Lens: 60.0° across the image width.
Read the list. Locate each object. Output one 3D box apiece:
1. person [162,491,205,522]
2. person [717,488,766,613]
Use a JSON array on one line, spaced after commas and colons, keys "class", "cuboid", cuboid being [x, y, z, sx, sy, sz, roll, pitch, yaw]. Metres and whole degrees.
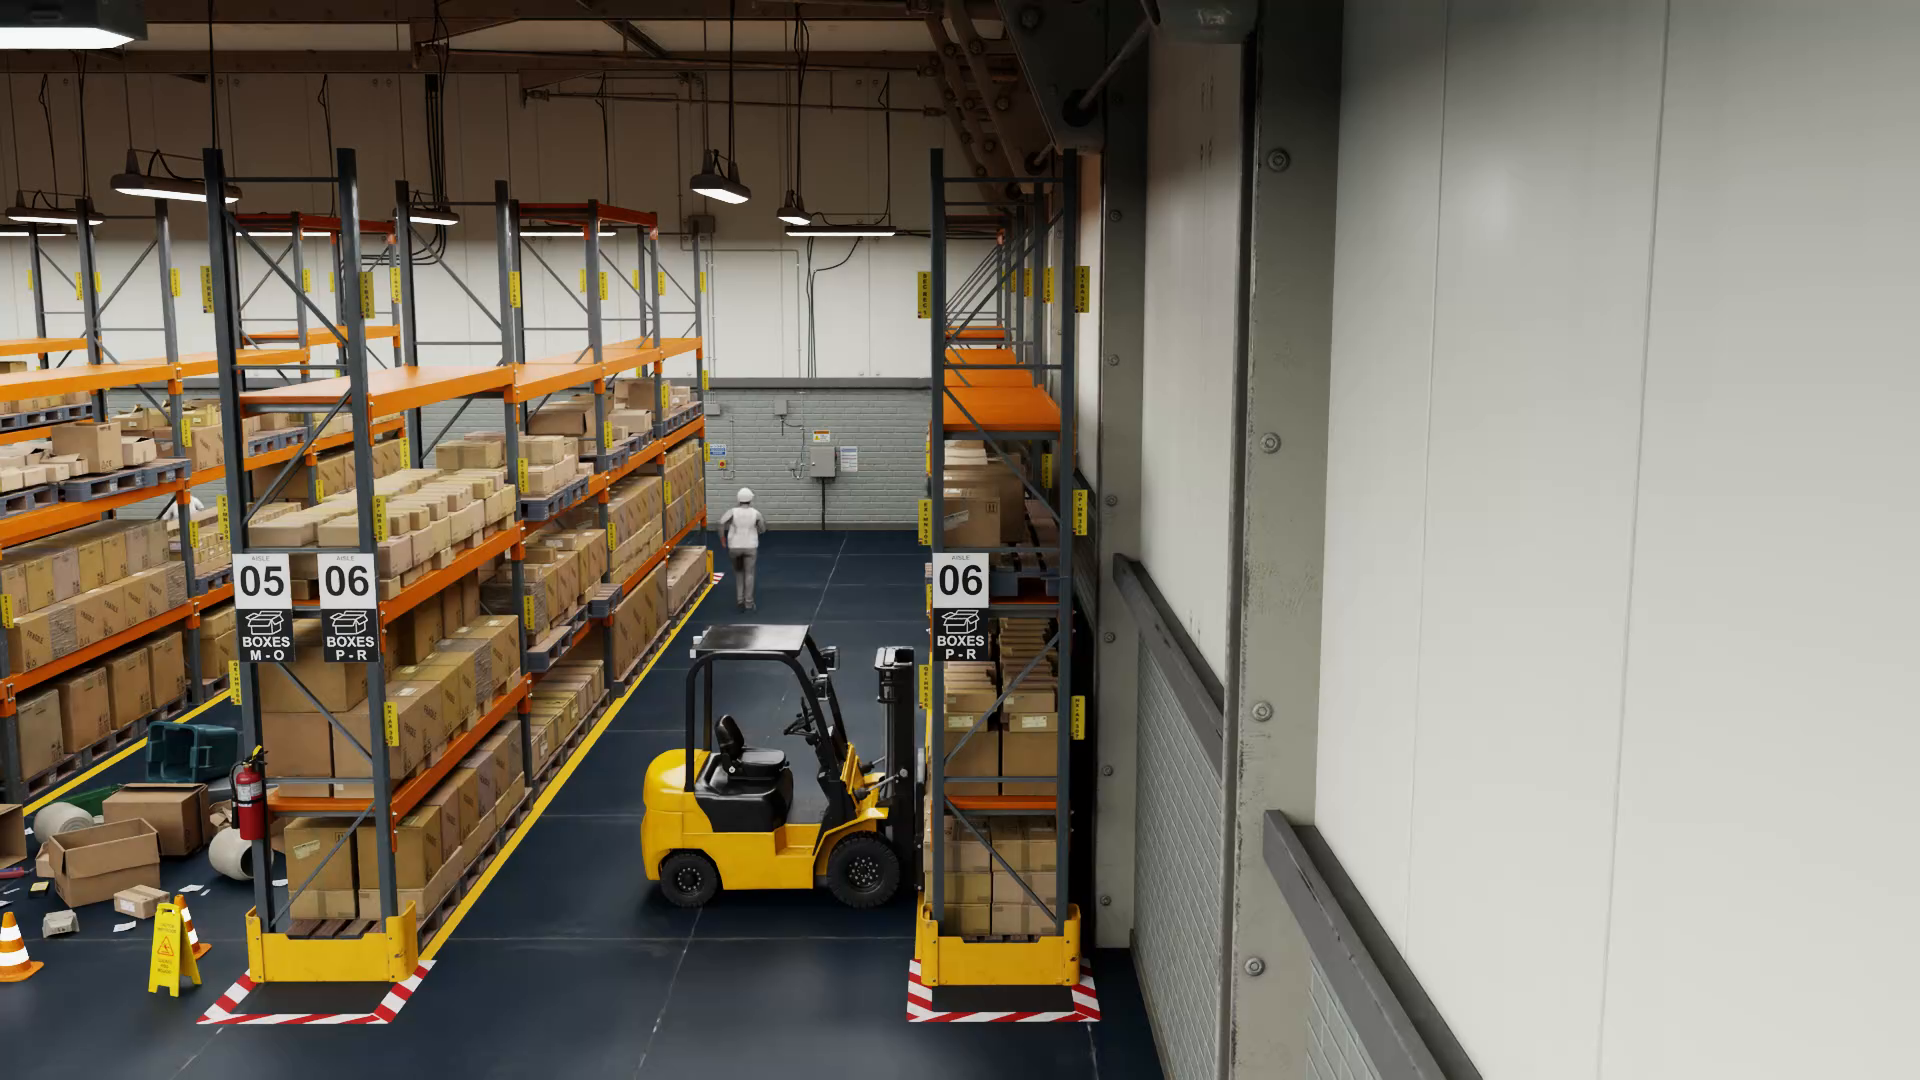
[{"class": "person", "cuboid": [-13.024, -0.124, 27.989, 0.728, 1.680, 0.690, -7, 12, -37]}, {"class": "person", "cuboid": [-3.150, 0.182, 24.124, 0.661, 1.882, 0.845, 0, 9, 1]}]
